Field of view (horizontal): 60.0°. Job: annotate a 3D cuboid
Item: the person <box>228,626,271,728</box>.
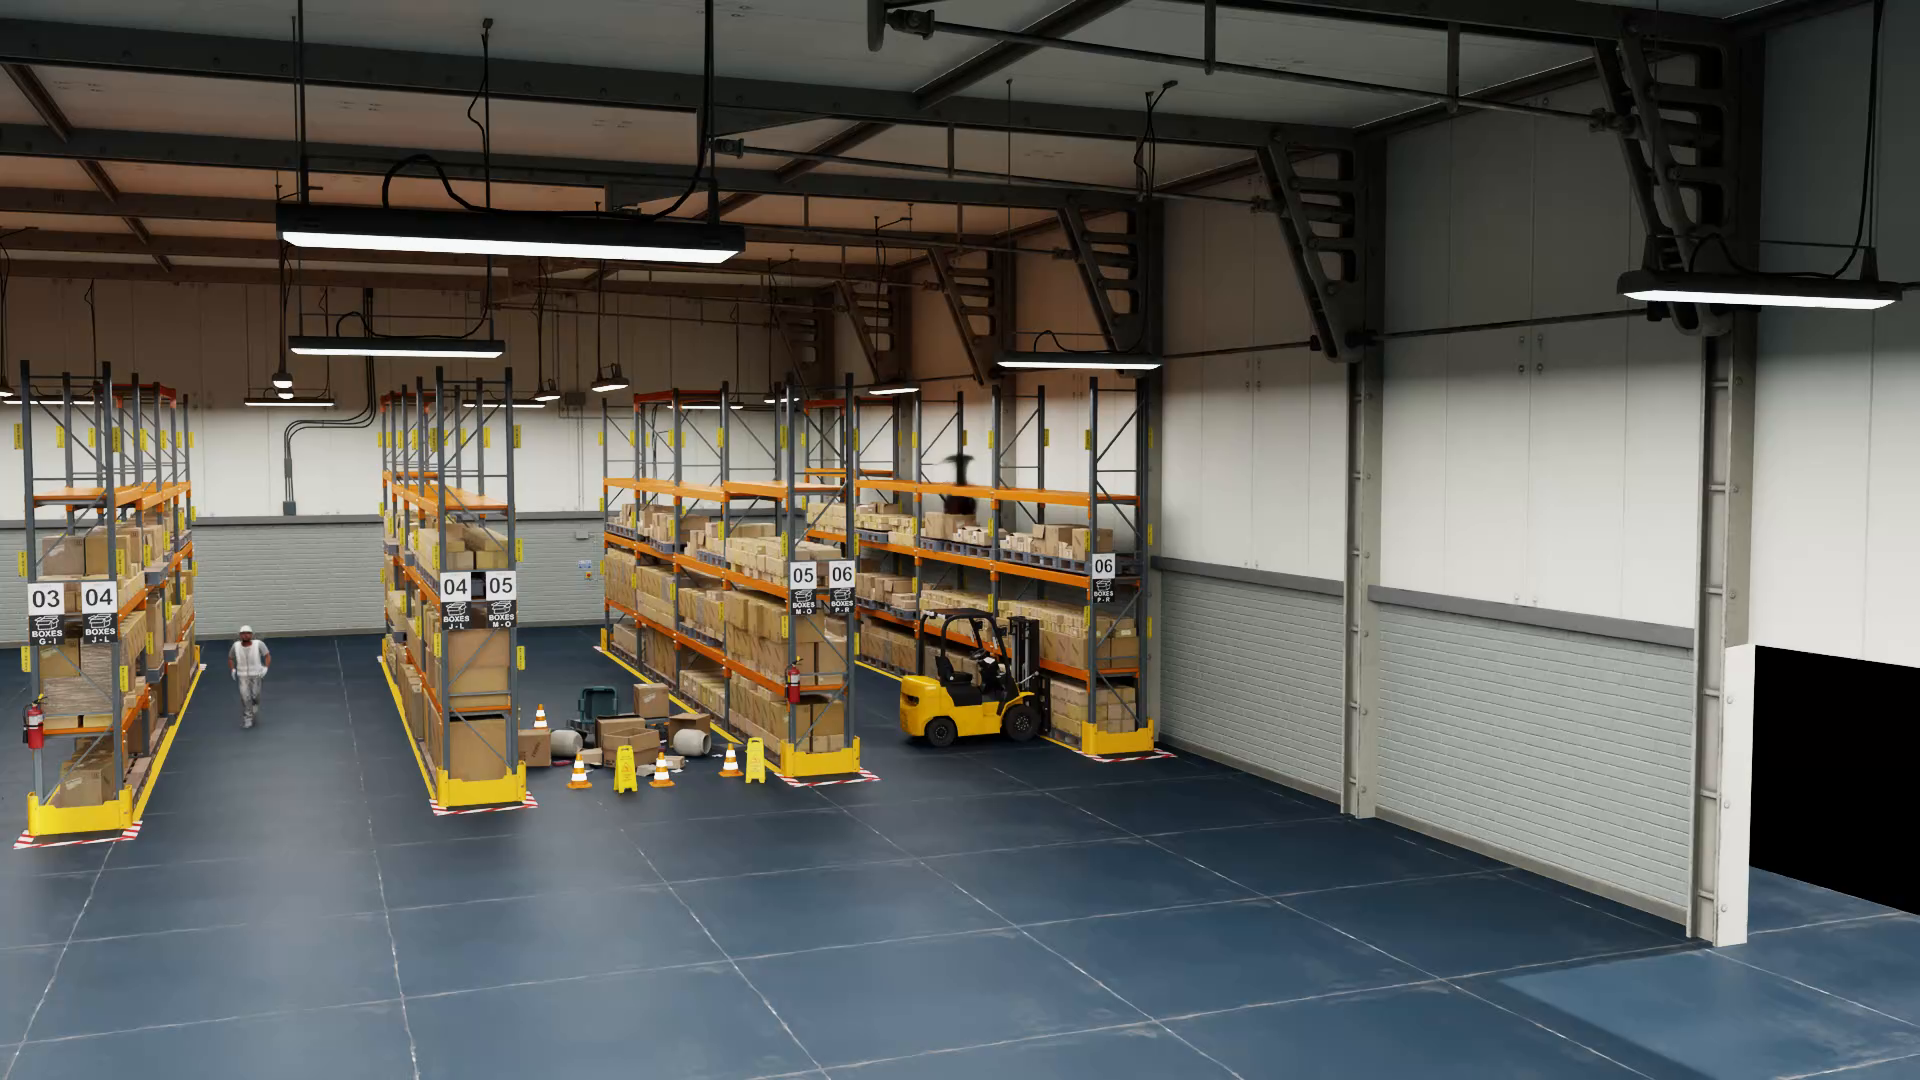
[{"bbox_3d":[-12.486,2.376,29.240,0.694,1.774,0.702,-1,4,-15],"label":"person"}]
